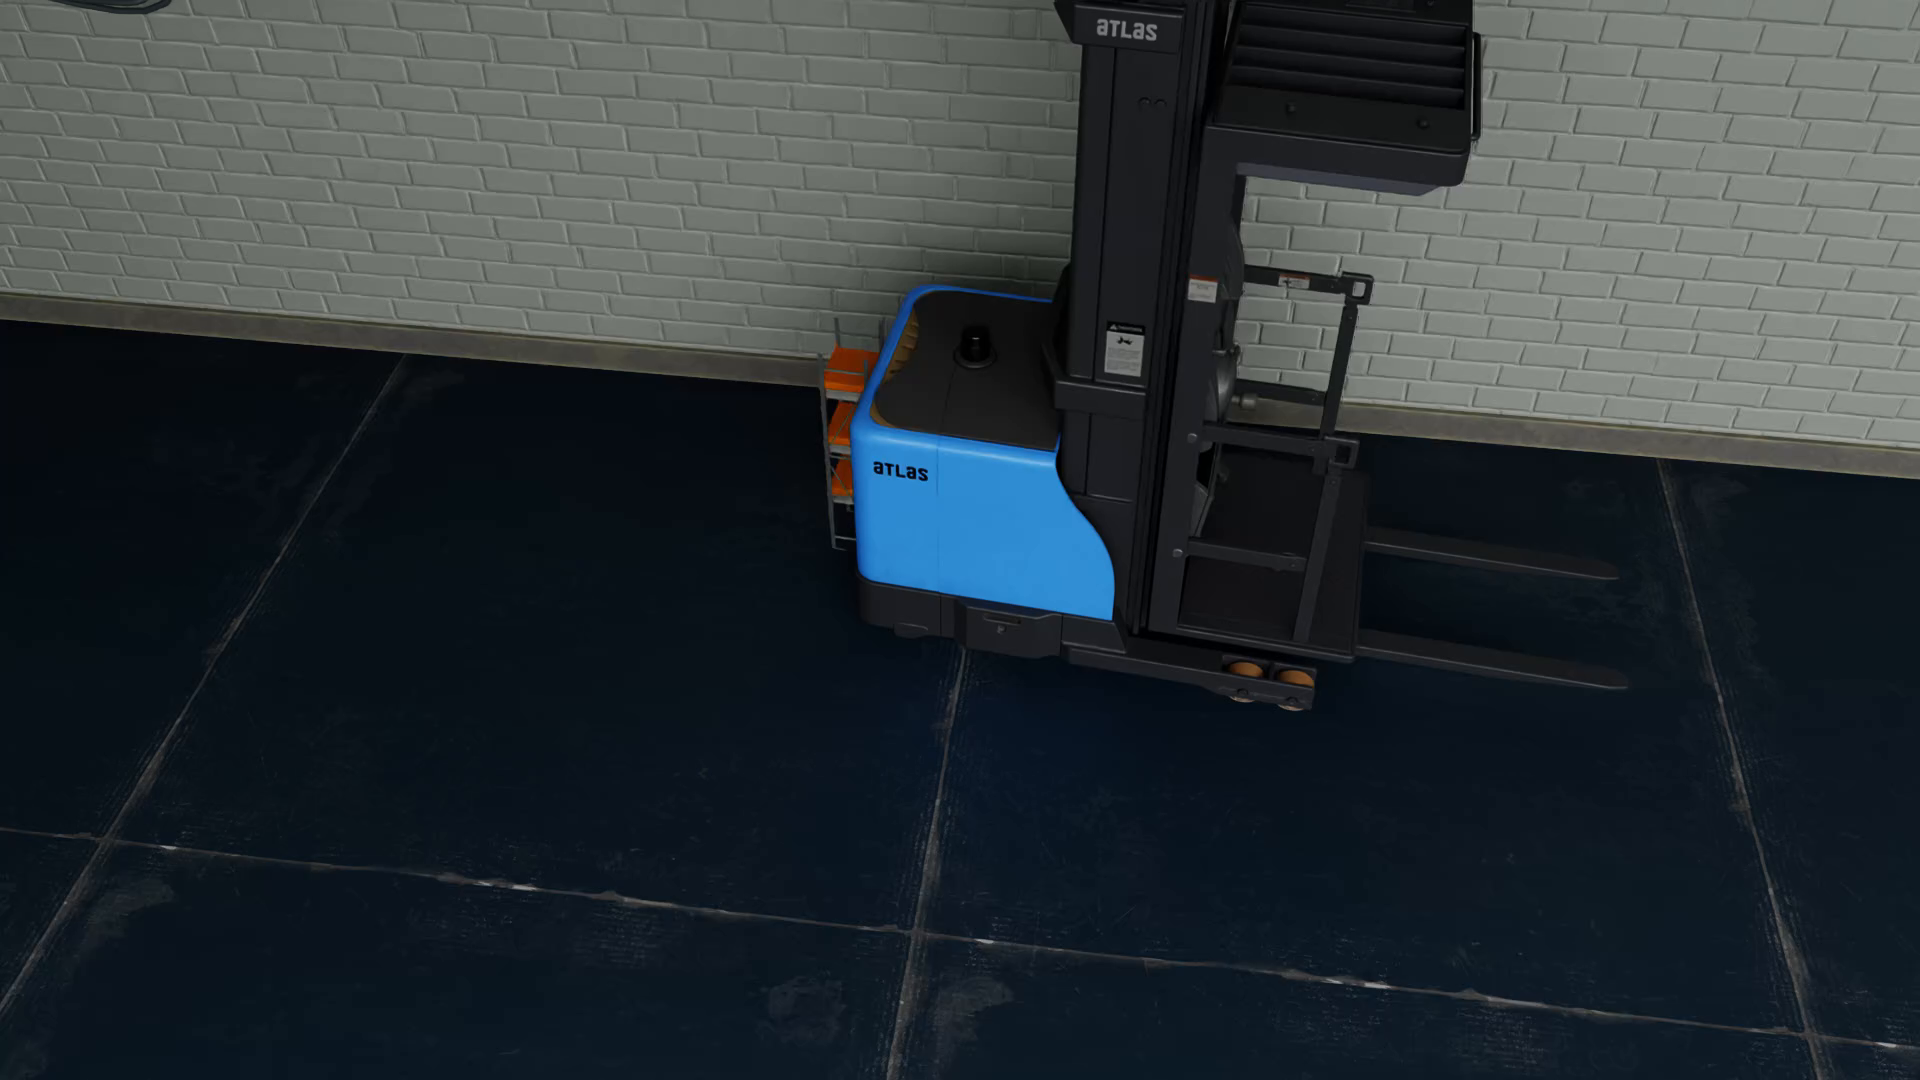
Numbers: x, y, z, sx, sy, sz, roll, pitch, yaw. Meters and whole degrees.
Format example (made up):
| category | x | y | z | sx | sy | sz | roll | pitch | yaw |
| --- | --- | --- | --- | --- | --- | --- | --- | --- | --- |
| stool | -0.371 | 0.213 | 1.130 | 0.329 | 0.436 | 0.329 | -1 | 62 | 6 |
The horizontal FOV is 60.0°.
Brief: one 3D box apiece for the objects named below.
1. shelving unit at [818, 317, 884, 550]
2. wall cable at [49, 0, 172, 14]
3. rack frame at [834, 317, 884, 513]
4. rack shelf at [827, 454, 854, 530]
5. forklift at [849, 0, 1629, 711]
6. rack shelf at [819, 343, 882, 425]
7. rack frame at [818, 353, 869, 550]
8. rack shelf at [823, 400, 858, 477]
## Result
| category | x | y | z | sx | sy | sz | roll | pitch | yaw |
| --- | --- | --- | --- | --- | --- | --- | --- | --- | --- |
| shelving unit | -0.431 | -0.414 | 6.923 | 0.215 | 1.050 | 0.252 | 8 | 44 | 9 |
| wall cable | -4.719 | -3.229 | 6.374 | 3.097 | 2.526 | 0.112 | 5 | 44 | 6 |
| rack frame | -0.405 | -0.496 | 7.010 | 0.200 | 1.050 | 0.008 | 8 | 44 | 9 |
| rack shelf | -0.431 | -0.204 | 7.122 | 0.215 | 0.259 | 0.240 | 8 | 44 | 9 |
| forklift | 1.146 | -0.797 | 5.960 | 3.031 | 2.935 | 1.130 | 9 | 44 | 9 |
| rack shelf | -0.431 | -0.612 | 6.736 | 0.215 | 0.259 | 0.240 | 8 | 44 | 9 |
| rack frame | -0.457 | -0.332 | 6.837 | 0.200 | 1.050 | 0.008 | 8 | 44 | 9 |
| rack shelf | -0.431 | -0.406 | 6.931 | 0.215 | 0.259 | 0.240 | 8 | 44 | 9 |
